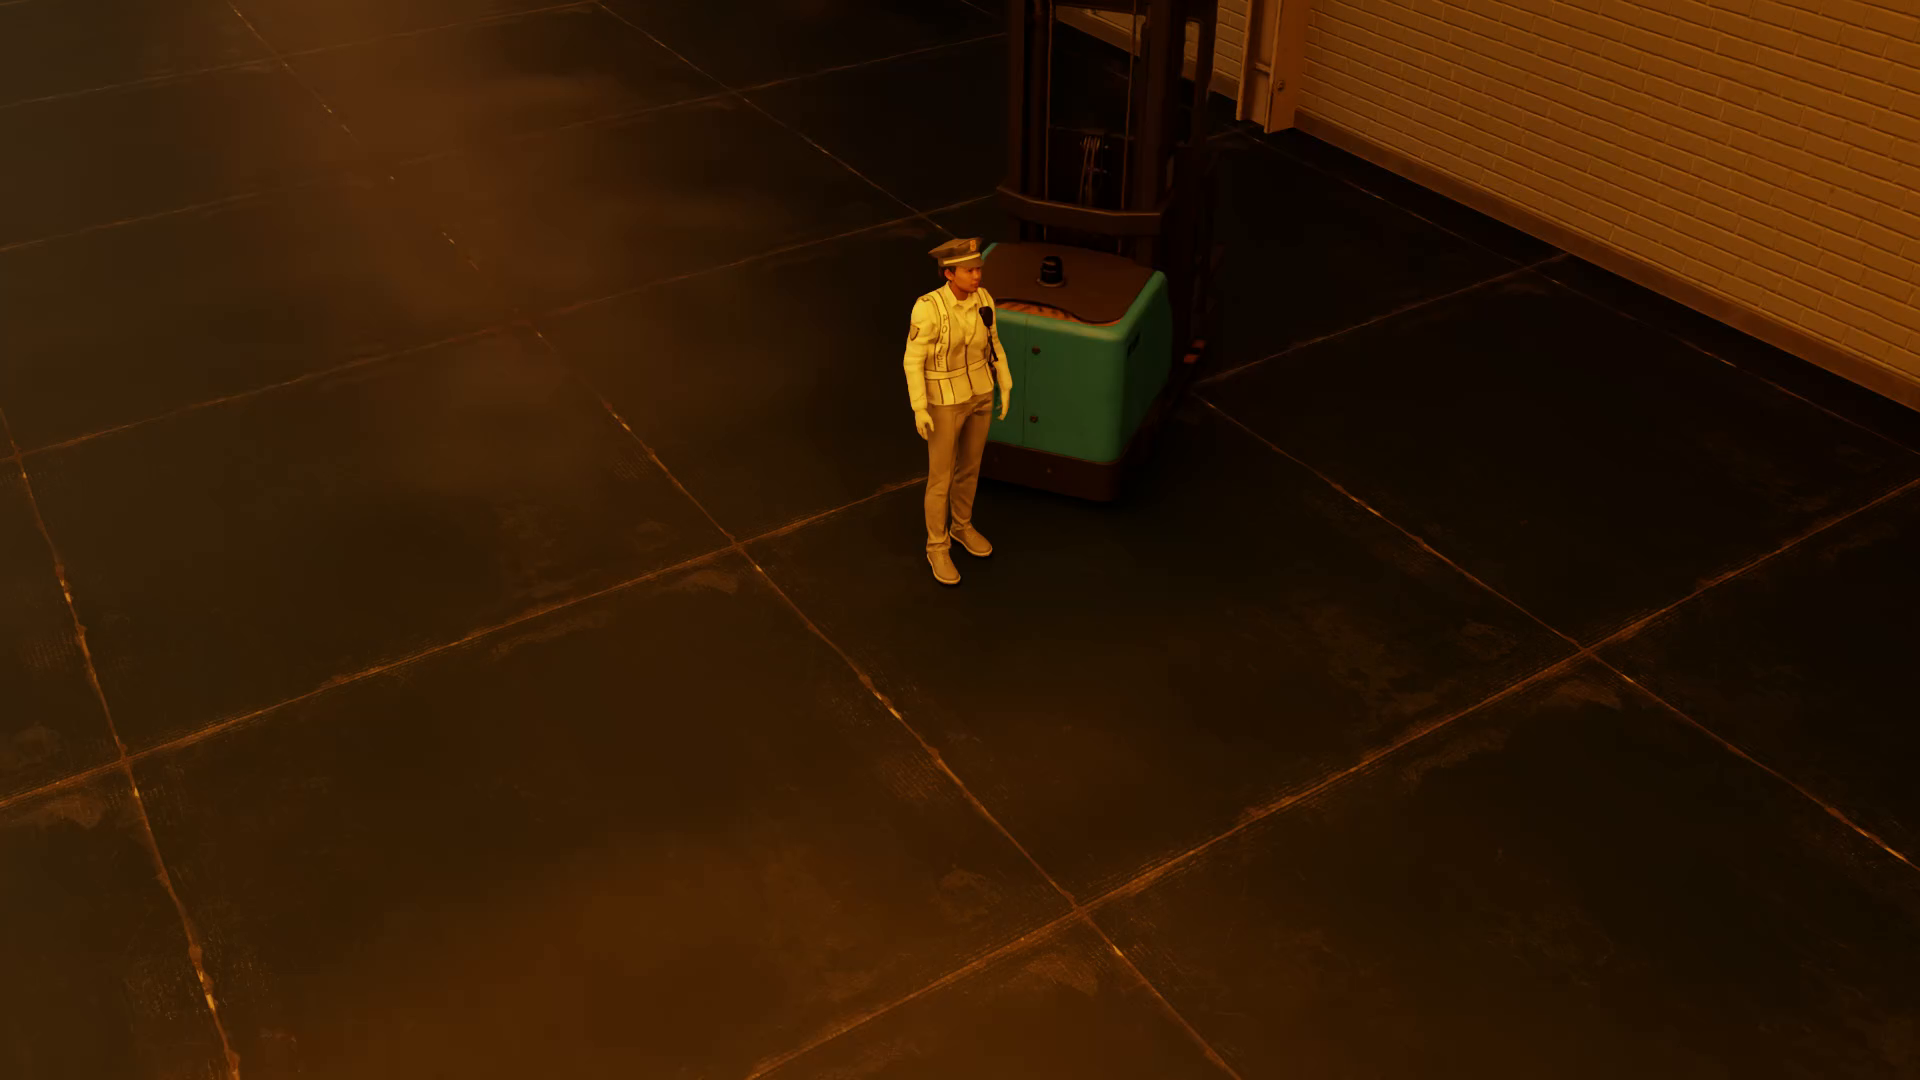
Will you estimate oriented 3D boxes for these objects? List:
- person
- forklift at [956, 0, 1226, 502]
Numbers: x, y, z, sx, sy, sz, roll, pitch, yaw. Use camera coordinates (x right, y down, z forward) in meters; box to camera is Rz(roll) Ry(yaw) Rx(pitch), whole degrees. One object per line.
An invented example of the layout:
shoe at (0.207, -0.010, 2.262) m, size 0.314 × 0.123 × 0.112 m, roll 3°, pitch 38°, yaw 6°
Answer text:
person at (0.032, -0.664, 8.155) m, size 0.586 × 1.694 × 0.530 m, roll -21°, pitch 40°, yaw -27°
forklift at (0.897, -2.244, 9.341) m, size 1.130 × 2.935 × 3.031 m, roll 13°, pitch 37°, yaw 18°
